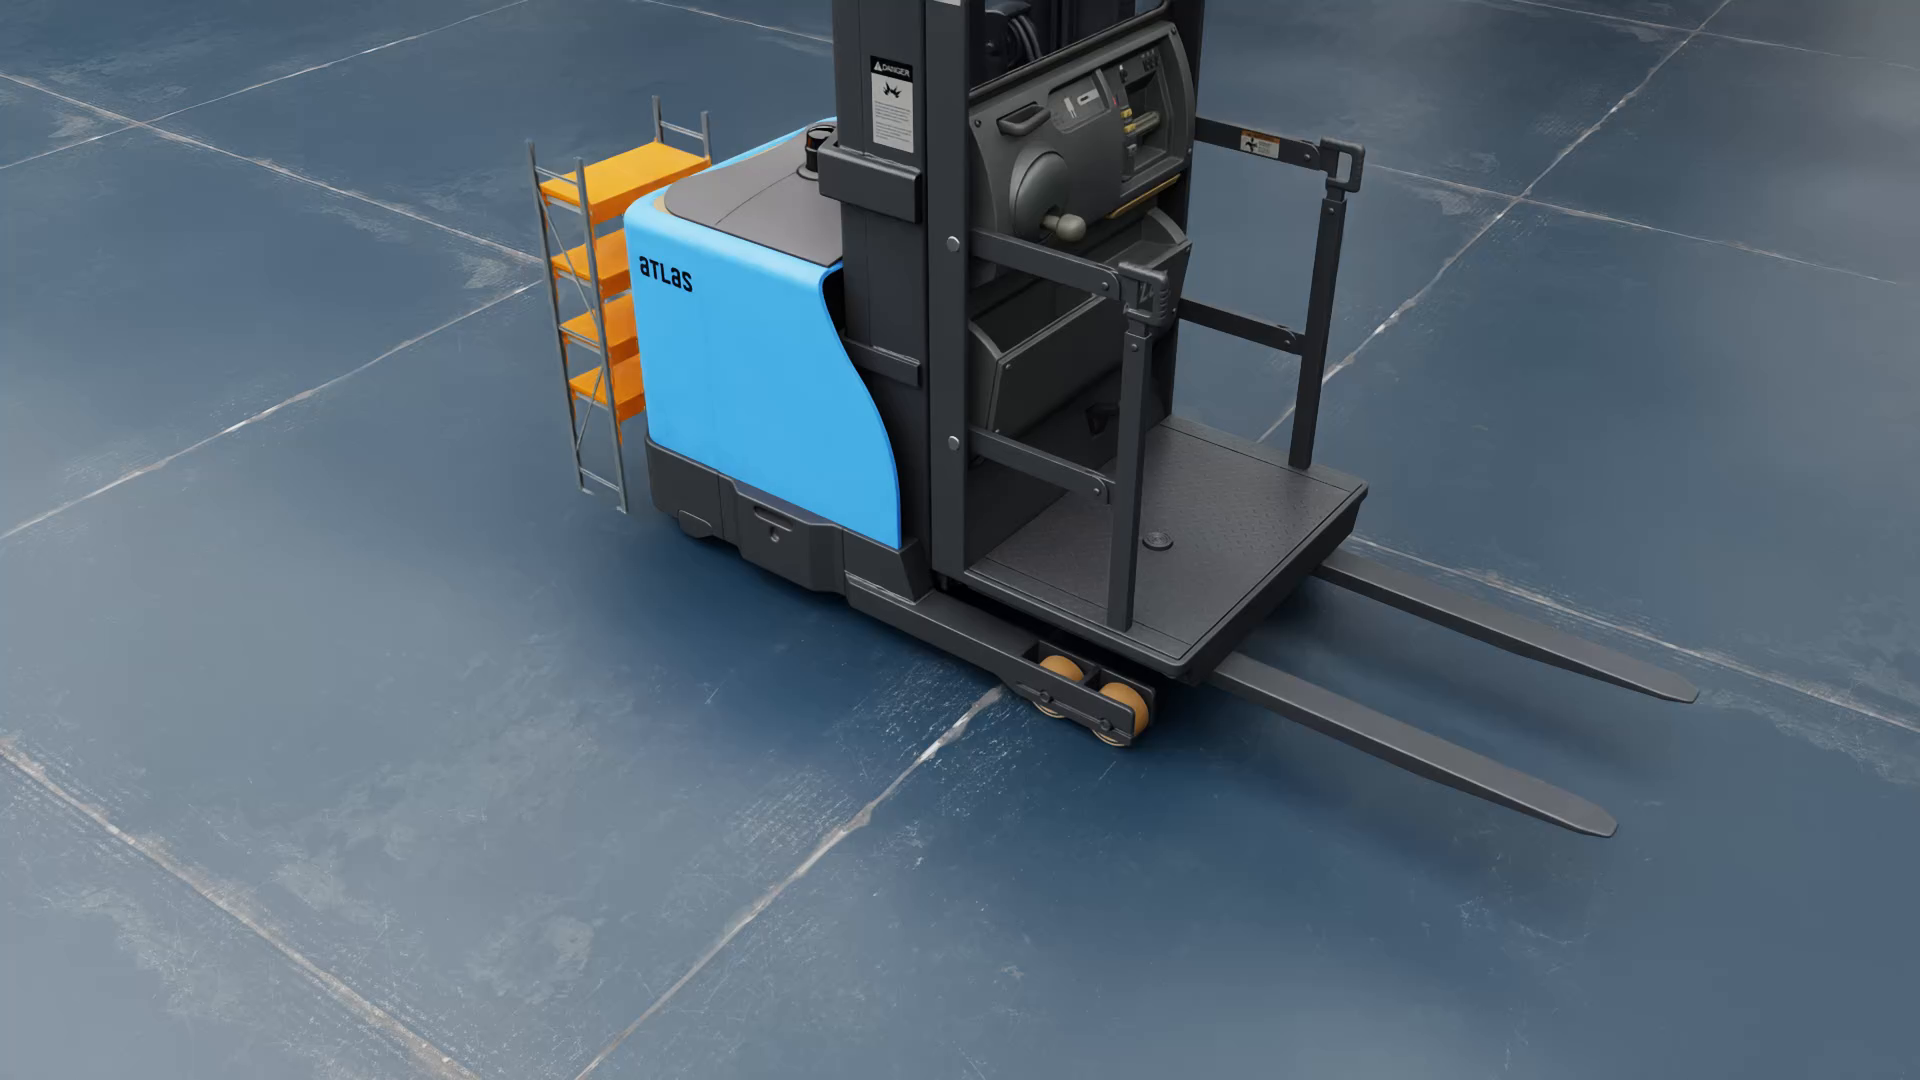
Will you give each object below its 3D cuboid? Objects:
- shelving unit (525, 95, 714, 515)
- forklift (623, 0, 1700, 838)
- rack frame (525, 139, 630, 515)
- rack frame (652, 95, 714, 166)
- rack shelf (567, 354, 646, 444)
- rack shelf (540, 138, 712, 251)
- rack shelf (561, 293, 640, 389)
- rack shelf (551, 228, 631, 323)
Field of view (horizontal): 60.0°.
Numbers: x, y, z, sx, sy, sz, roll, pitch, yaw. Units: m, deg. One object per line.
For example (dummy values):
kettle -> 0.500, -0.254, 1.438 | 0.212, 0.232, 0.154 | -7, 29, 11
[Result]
shelving unit -> -1.009, -0.728, 5.256 | 0.258, 1.200, 0.503 | 25, 41, 32
forklift -> 0.496, -1.004, 4.118 | 3.031, 2.935, 1.130 | 23, 40, 30
rack frame -> -1.165, -0.623, 5.100 | 0.240, 1.200, 0.015 | 25, 41, 32
rack frame -> -0.854, -0.834, 5.411 | 0.240, 1.200, 0.015 | 25, 41, 32
rack shelf -> -1.009, -0.508, 5.404 | 0.258, 0.148, 0.480 | 25, 41, 32
rack shelf -> -1.010, -1.054, 5.036 | 0.258, 0.148, 0.480 | 25, 41, 32
rack shelf -> -1.009, -0.672, 5.293 | 0.258, 0.148, 0.480 | 25, 41, 32
rack shelf -> -1.009, -0.858, 5.168 | 0.258, 0.148, 0.480 | 25, 41, 32
